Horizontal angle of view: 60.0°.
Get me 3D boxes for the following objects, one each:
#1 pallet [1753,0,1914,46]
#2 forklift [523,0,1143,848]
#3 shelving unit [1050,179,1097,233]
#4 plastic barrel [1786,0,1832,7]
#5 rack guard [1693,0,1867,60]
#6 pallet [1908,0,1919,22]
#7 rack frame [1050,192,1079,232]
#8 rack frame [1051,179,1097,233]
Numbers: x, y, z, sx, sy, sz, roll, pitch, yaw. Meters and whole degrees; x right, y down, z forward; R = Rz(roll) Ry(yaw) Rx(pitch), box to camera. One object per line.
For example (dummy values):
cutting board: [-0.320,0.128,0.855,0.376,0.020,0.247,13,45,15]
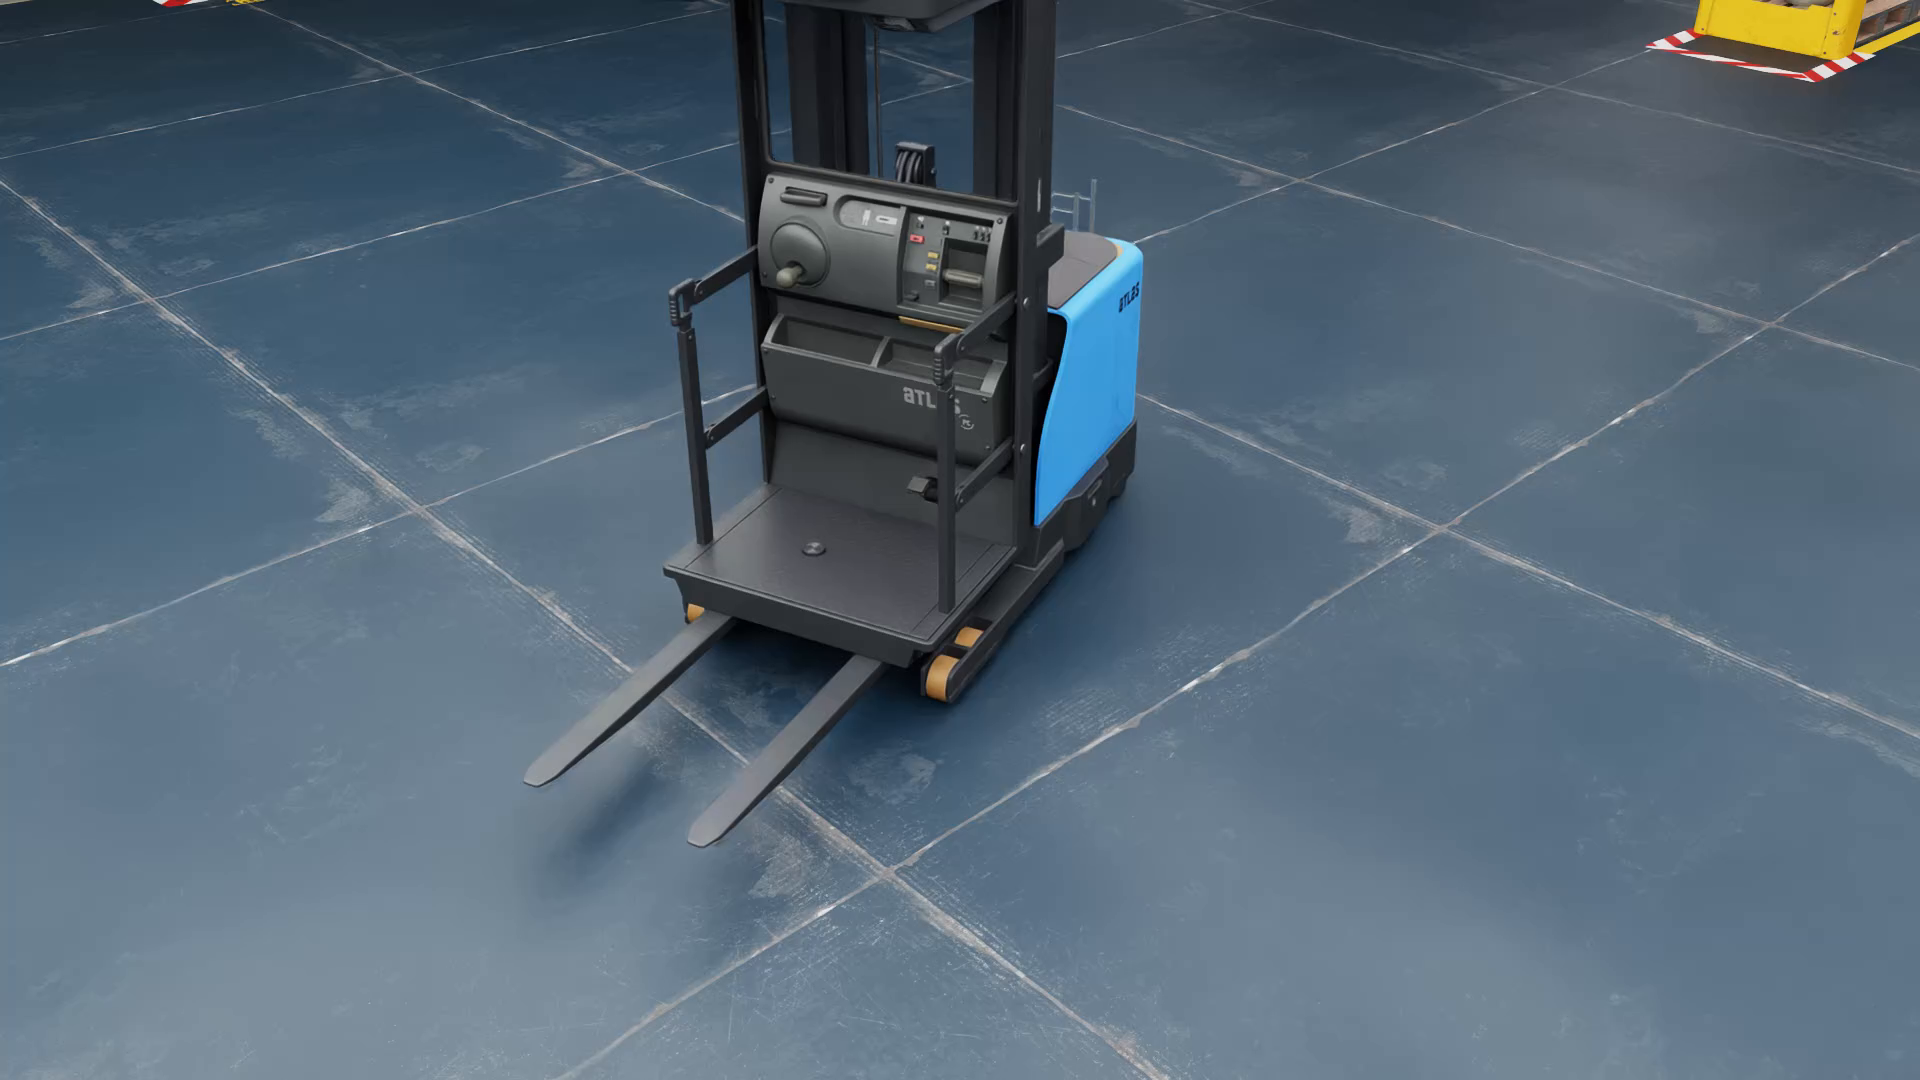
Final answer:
pallet: [7.050,-4.337,13.641,1.213,0.211,1.003,-26,40,-35]
forklift: [-0.367,-0.946,5.488,1.130,2.935,3.031,15,34,23]
shelving unit: [0.409,-0.957,7.161,0.258,1.200,0.189,14,33,22]
plastic barrel: [6.858,-4.576,13.341,0.421,0.512,0.421,0,31,0]
rack guard: [6.451,-4.174,13.097,0.348,0.500,1.175,-26,40,-35]
pallet: [7.944,-4.768,14.345,1.213,0.211,1.003,-26,40,-35]
rack frame: [0.369,-0.917,7.089,0.240,1.200,0.006,14,33,22]
rack frame: [0.450,-0.998,7.232,0.240,1.200,0.006,14,33,22]
